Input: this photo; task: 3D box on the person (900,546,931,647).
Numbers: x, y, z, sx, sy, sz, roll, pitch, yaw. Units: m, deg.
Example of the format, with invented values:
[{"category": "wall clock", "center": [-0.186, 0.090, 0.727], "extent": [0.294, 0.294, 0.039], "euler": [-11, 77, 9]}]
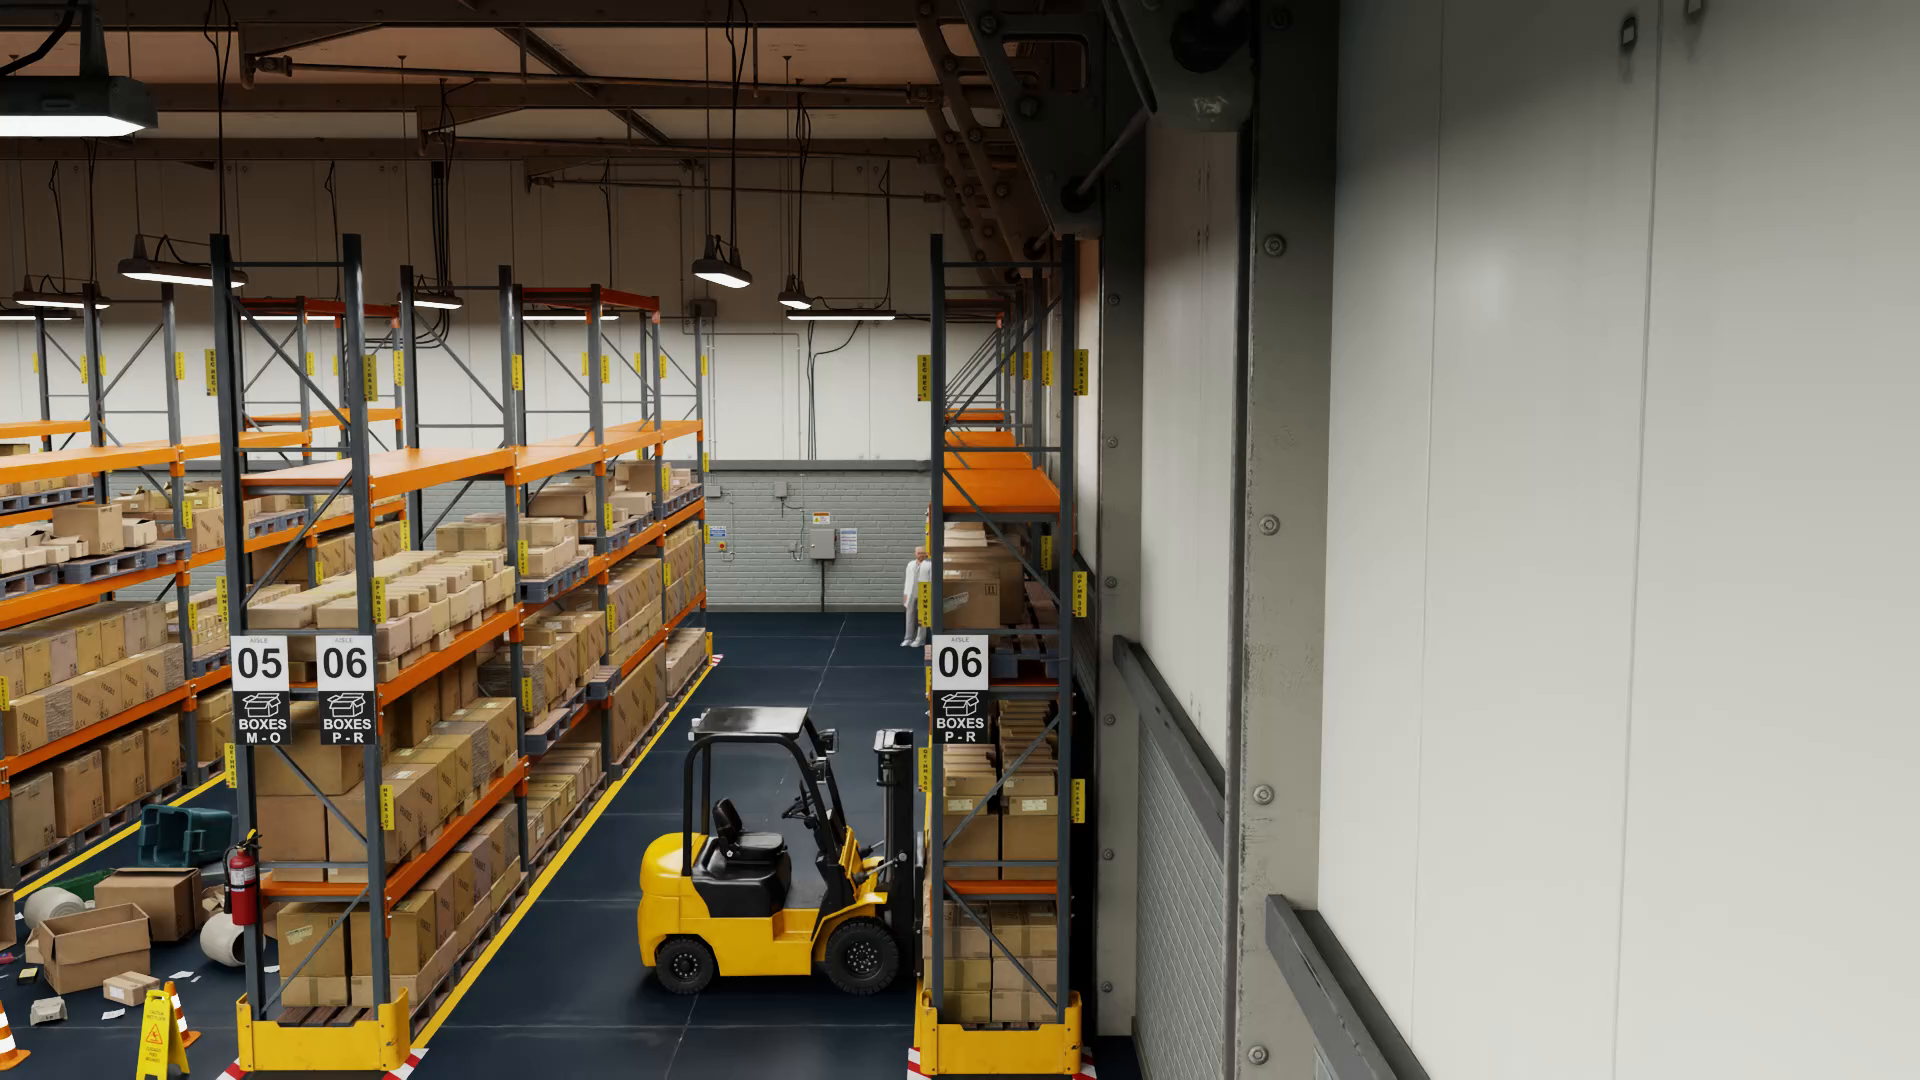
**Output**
[{"category": "person", "center": [-0.738, 1.030, 29.733], "extent": [0.622, 1.813, 0.534], "euler": [4, 7, 31]}]
